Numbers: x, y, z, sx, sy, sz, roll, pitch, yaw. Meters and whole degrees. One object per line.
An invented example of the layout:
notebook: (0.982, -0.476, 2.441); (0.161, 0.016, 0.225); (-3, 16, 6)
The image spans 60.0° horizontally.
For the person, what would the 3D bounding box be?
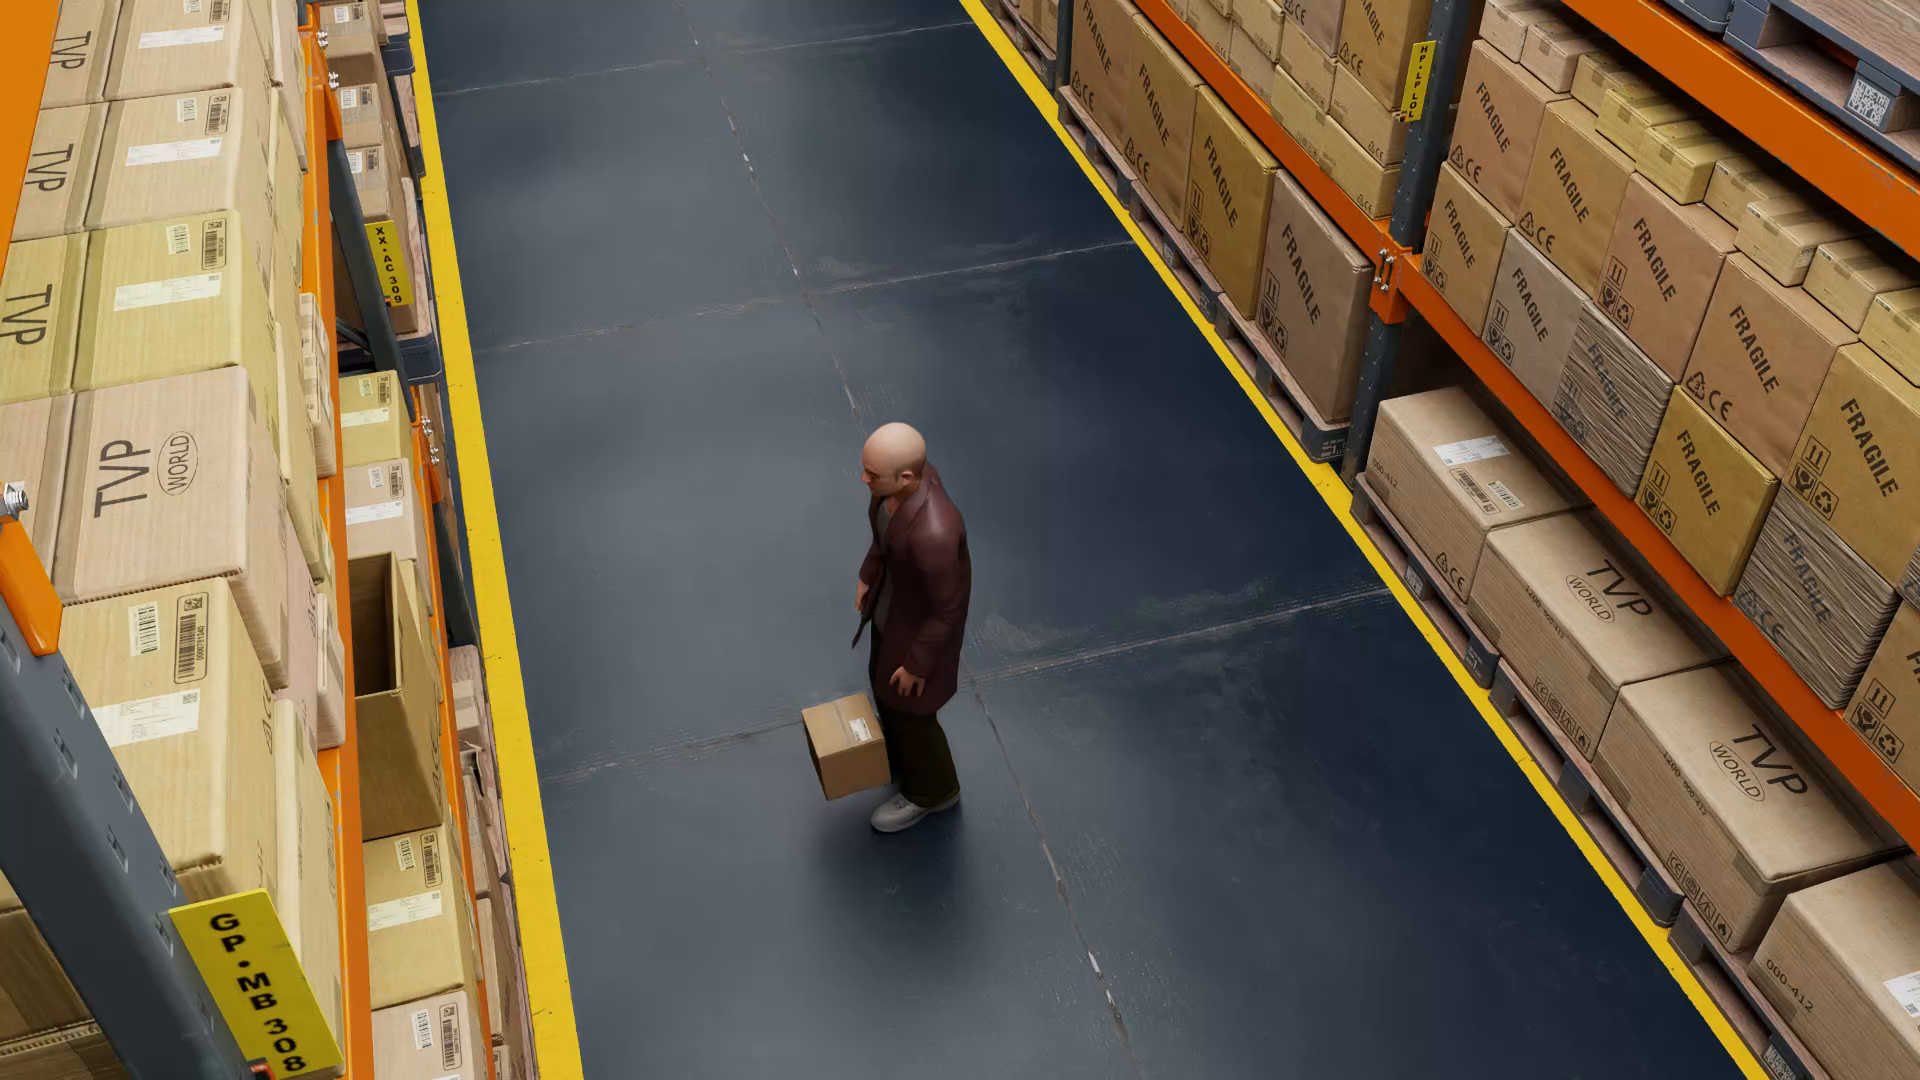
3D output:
person: (-0.185, 0.294, 5.840); (0.425, 1.775, 0.601); (-13, 43, -14)
